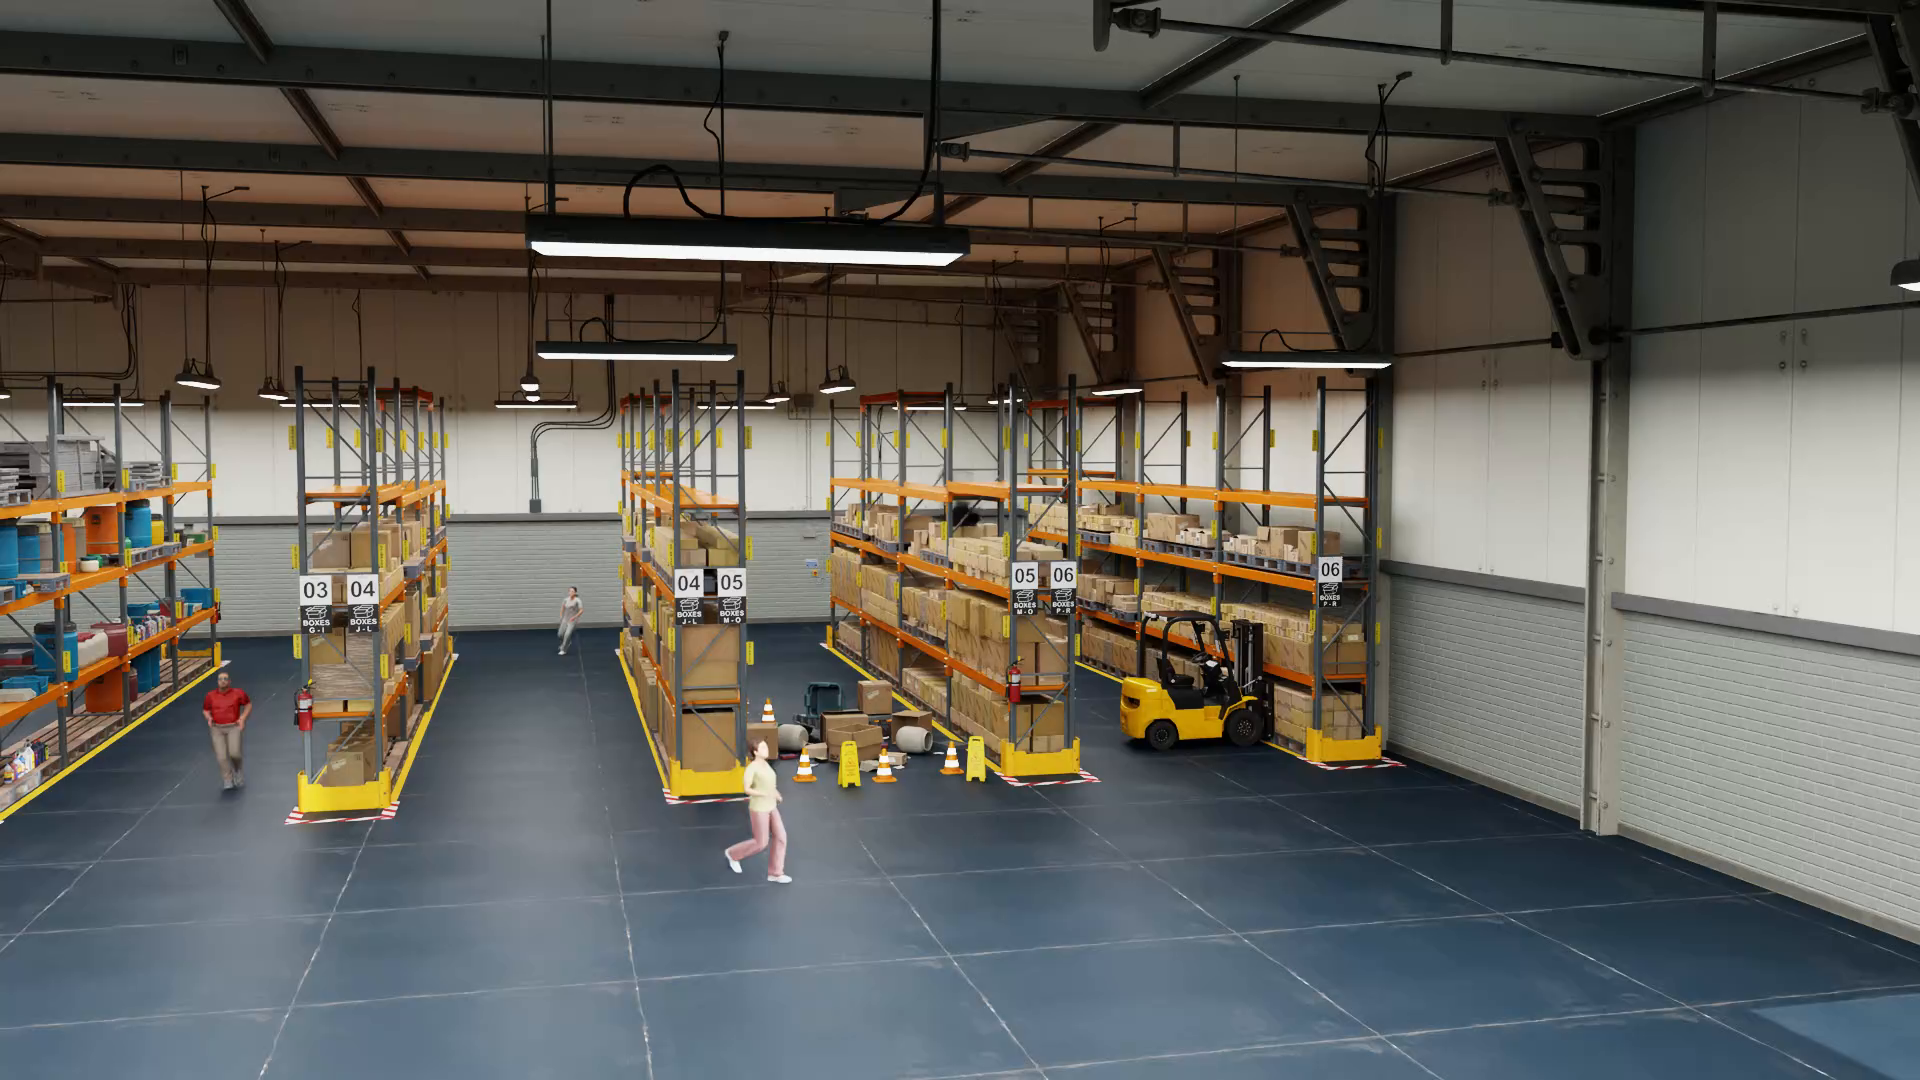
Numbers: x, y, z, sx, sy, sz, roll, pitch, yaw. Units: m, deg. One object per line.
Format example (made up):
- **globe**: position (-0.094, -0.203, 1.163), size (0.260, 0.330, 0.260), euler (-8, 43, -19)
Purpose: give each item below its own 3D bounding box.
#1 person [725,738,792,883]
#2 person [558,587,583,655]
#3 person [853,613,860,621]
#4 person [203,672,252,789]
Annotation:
- **person**: position (-2.271, 3.056, 18.868), size (0.806, 1.634, 0.589), euler (1, 4, 22)
- **person**: position (-9.136, 1.881, 38.935), size (0.703, 1.598, 0.559), euler (1, 3, 12)
- **person**: position (-2.499, 1.639, 41.819), size (0.635, 1.740, 0.724), euler (1, 4, 20)
- **person**: position (-10.504, 2.732, 23.805), size (0.638, 1.681, 0.586), euler (-1, 4, -16)
